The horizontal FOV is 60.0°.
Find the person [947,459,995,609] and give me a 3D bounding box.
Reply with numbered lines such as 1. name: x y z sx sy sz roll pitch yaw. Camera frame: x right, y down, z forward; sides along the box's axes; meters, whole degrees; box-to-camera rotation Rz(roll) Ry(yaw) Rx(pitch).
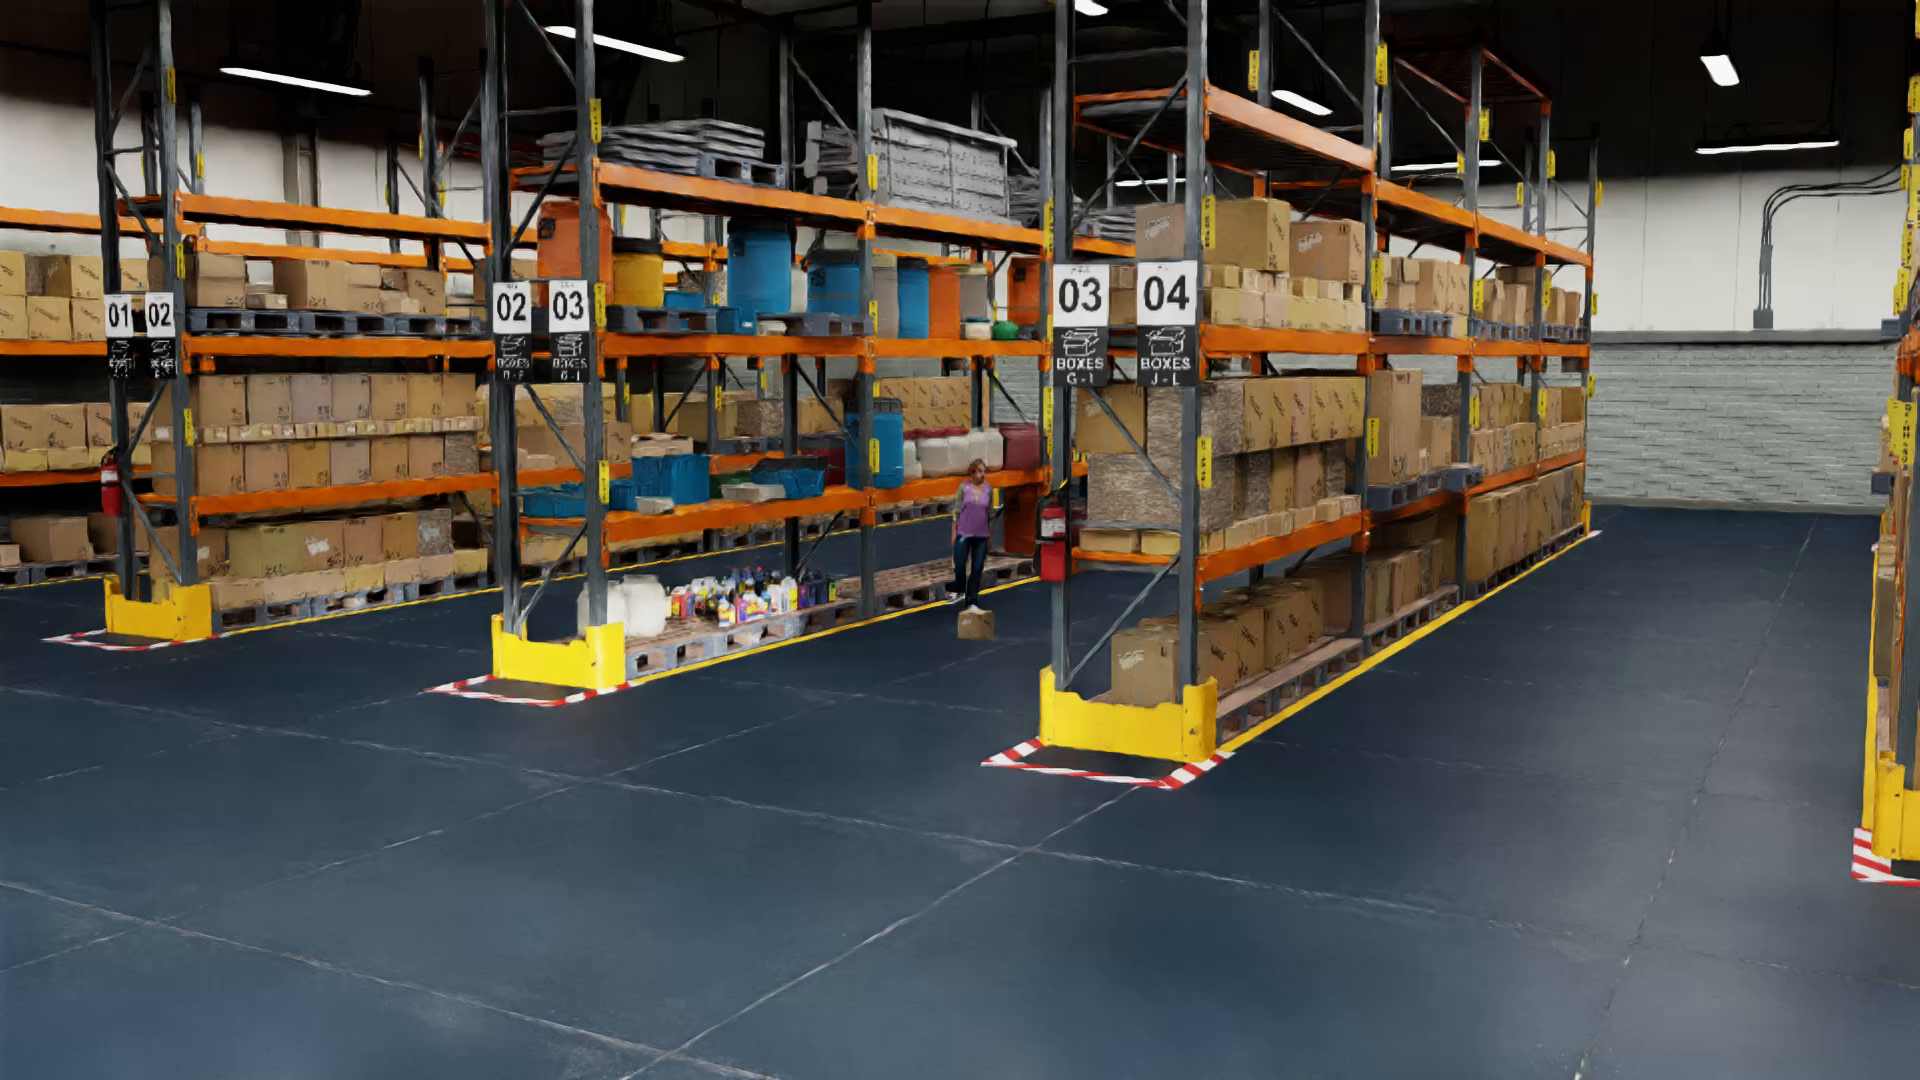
1. person: 0.113 -0.040 16.923 0.475 1.592 0.488 -1 6 -9
